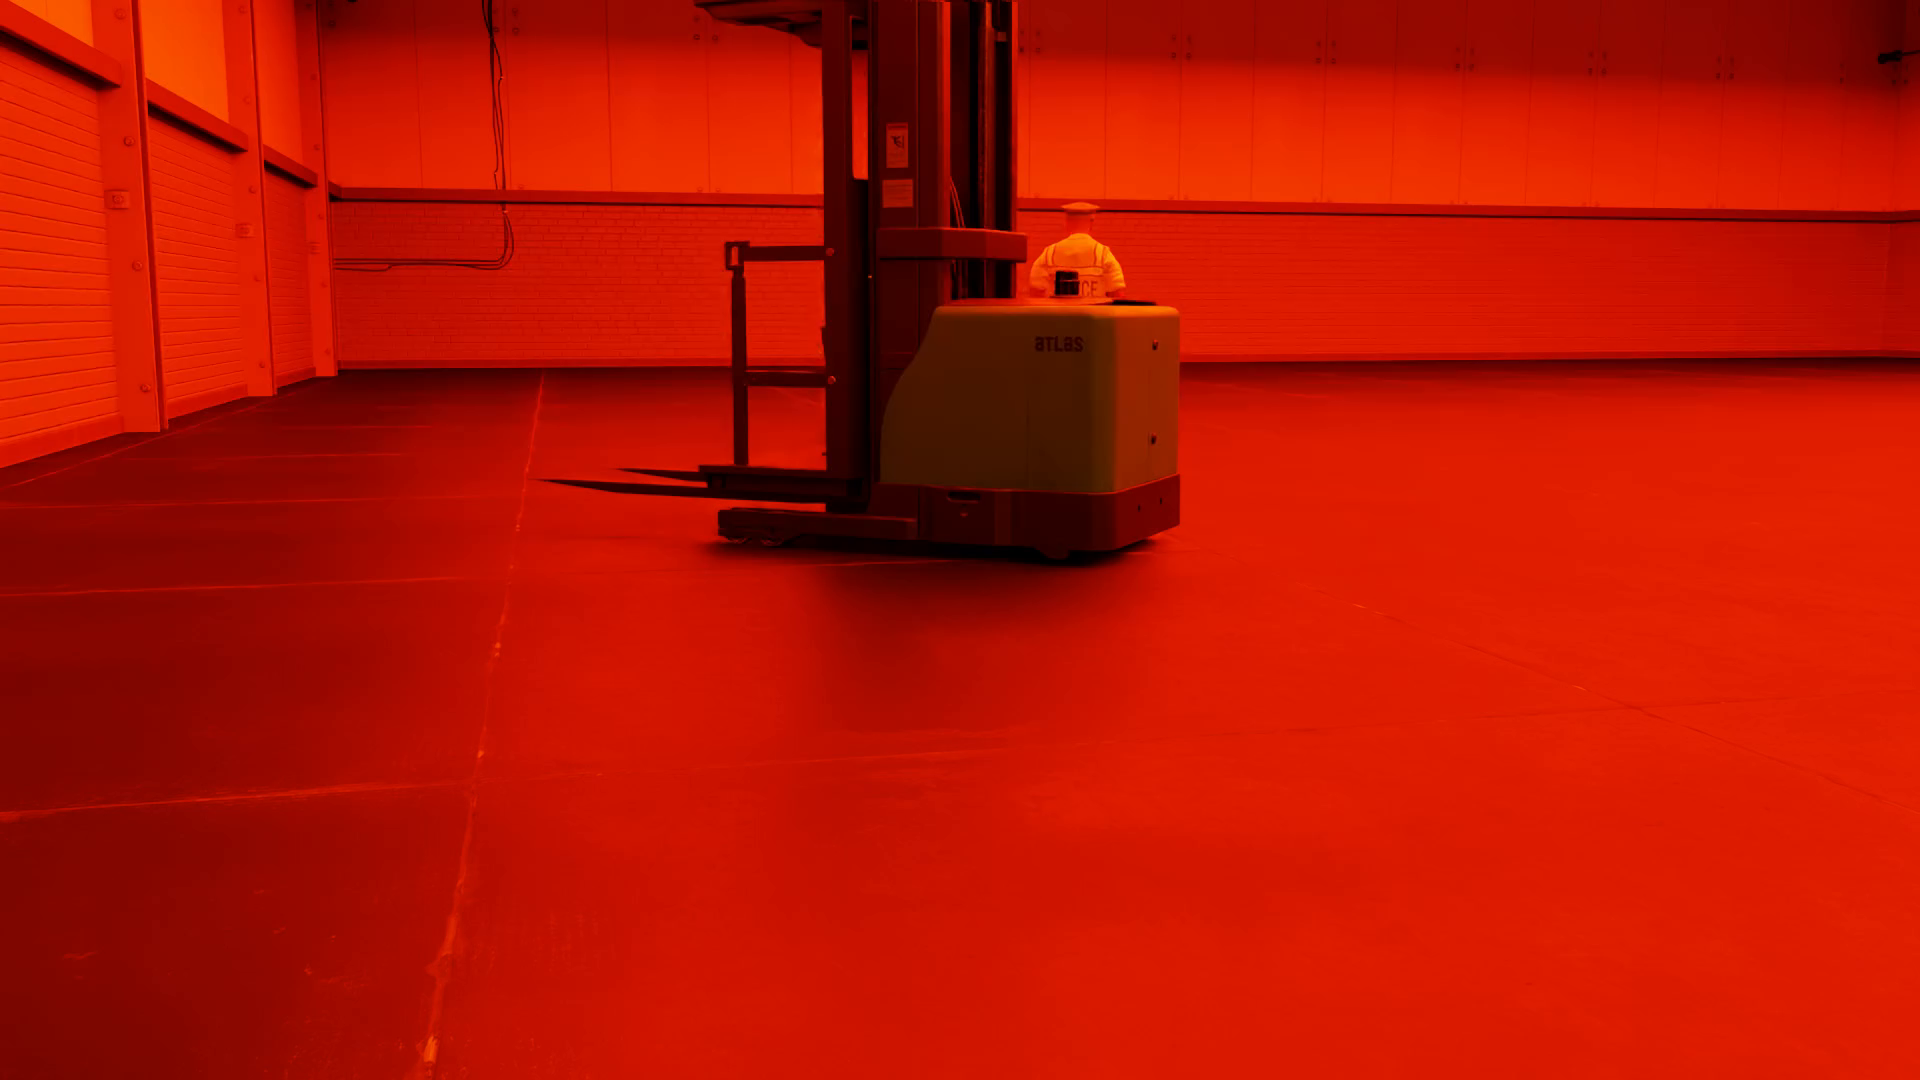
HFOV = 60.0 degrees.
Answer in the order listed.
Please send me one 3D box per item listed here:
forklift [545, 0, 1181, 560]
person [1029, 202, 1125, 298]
[{"bbox_3d":[-0.543,-1.482,7.725,3.031,2.935,1.130,4,9,25],"label":"forklift"},{"bbox_3d":[0.761,-1.273,10.688,0.650,1.767,0.496,2,8,14],"label":"person"}]
